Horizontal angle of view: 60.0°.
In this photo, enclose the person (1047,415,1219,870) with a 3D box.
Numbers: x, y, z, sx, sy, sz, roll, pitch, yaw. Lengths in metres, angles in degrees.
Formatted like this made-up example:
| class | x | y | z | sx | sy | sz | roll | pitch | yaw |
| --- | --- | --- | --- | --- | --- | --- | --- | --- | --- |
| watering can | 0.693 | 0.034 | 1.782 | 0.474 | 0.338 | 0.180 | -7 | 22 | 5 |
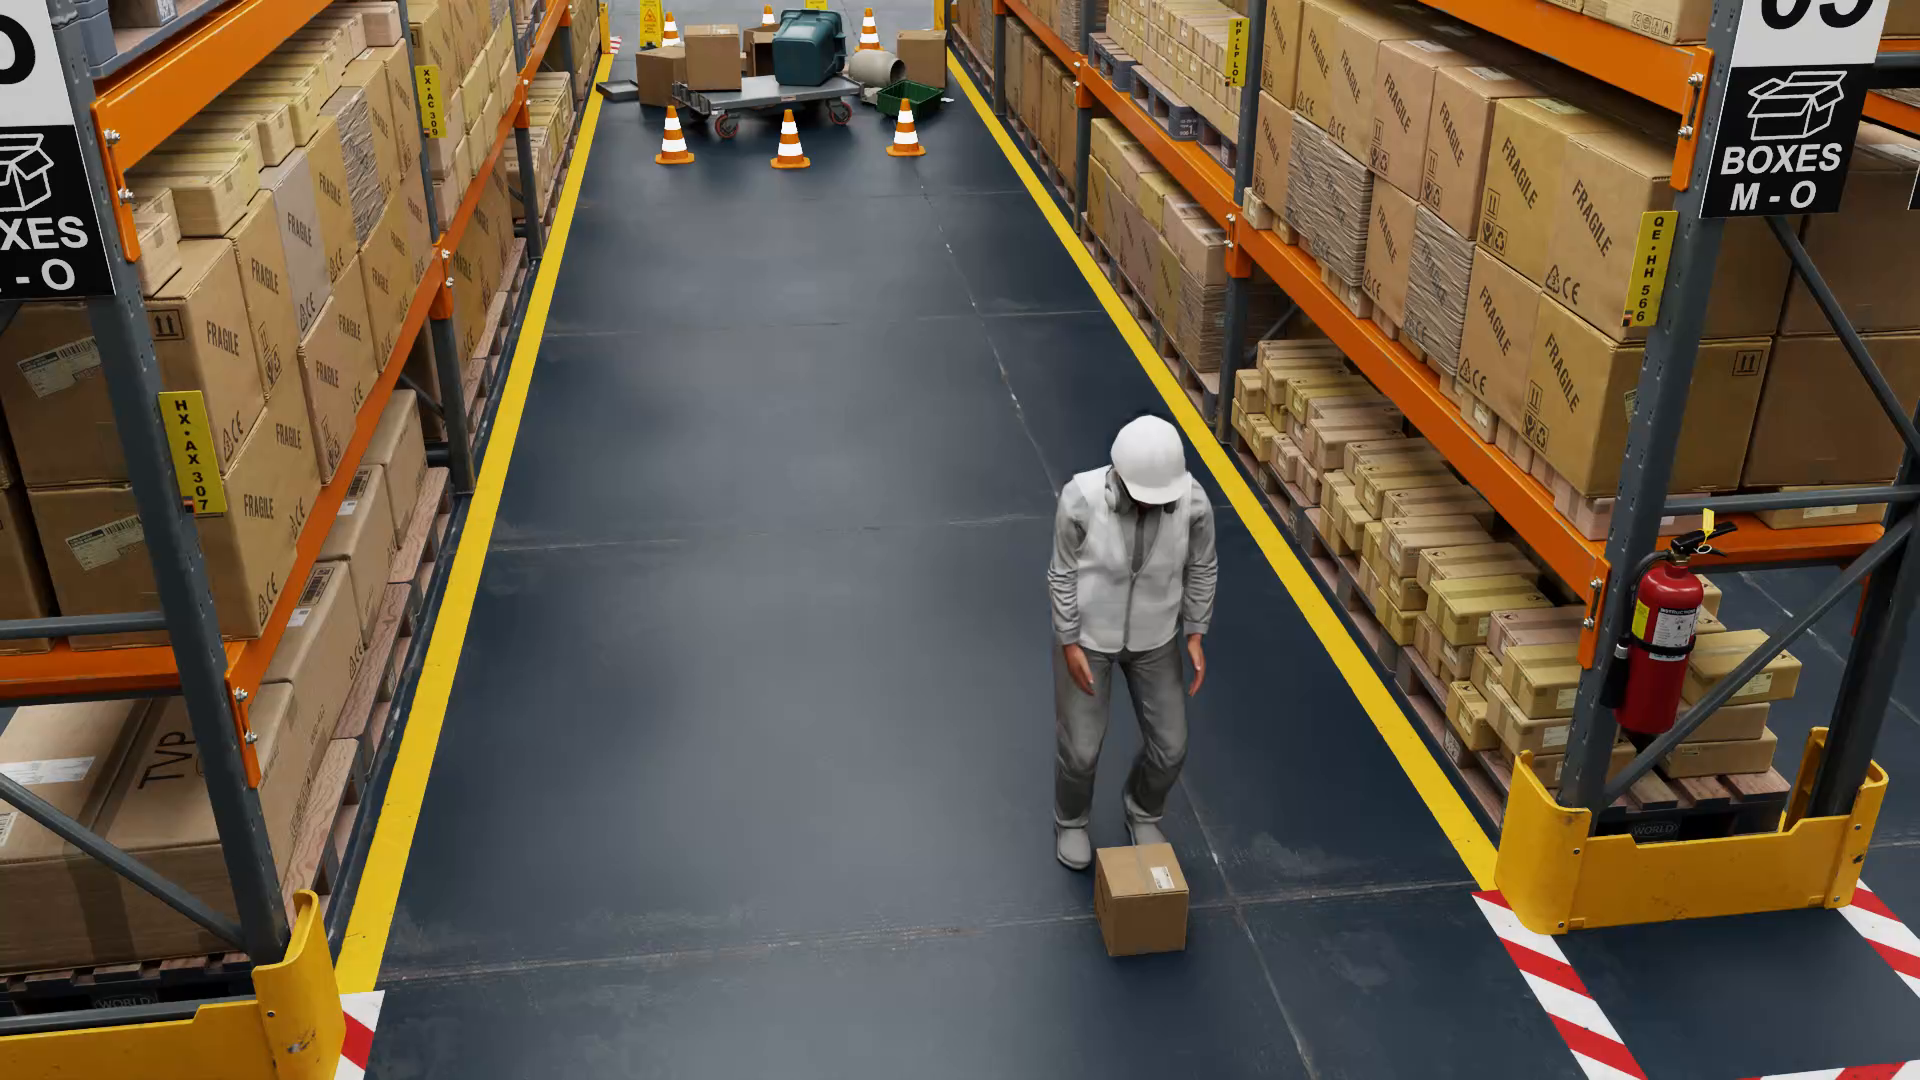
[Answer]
| class | x | y | z | sx | sy | sz | roll | pitch | yaw |
| --- | --- | --- | --- | --- | --- | --- | --- | --- | --- |
| person | 0.565 | 0.330 | 5.537 | 0.567 | 1.695 | 0.516 | -3 | 27 | -6 |
